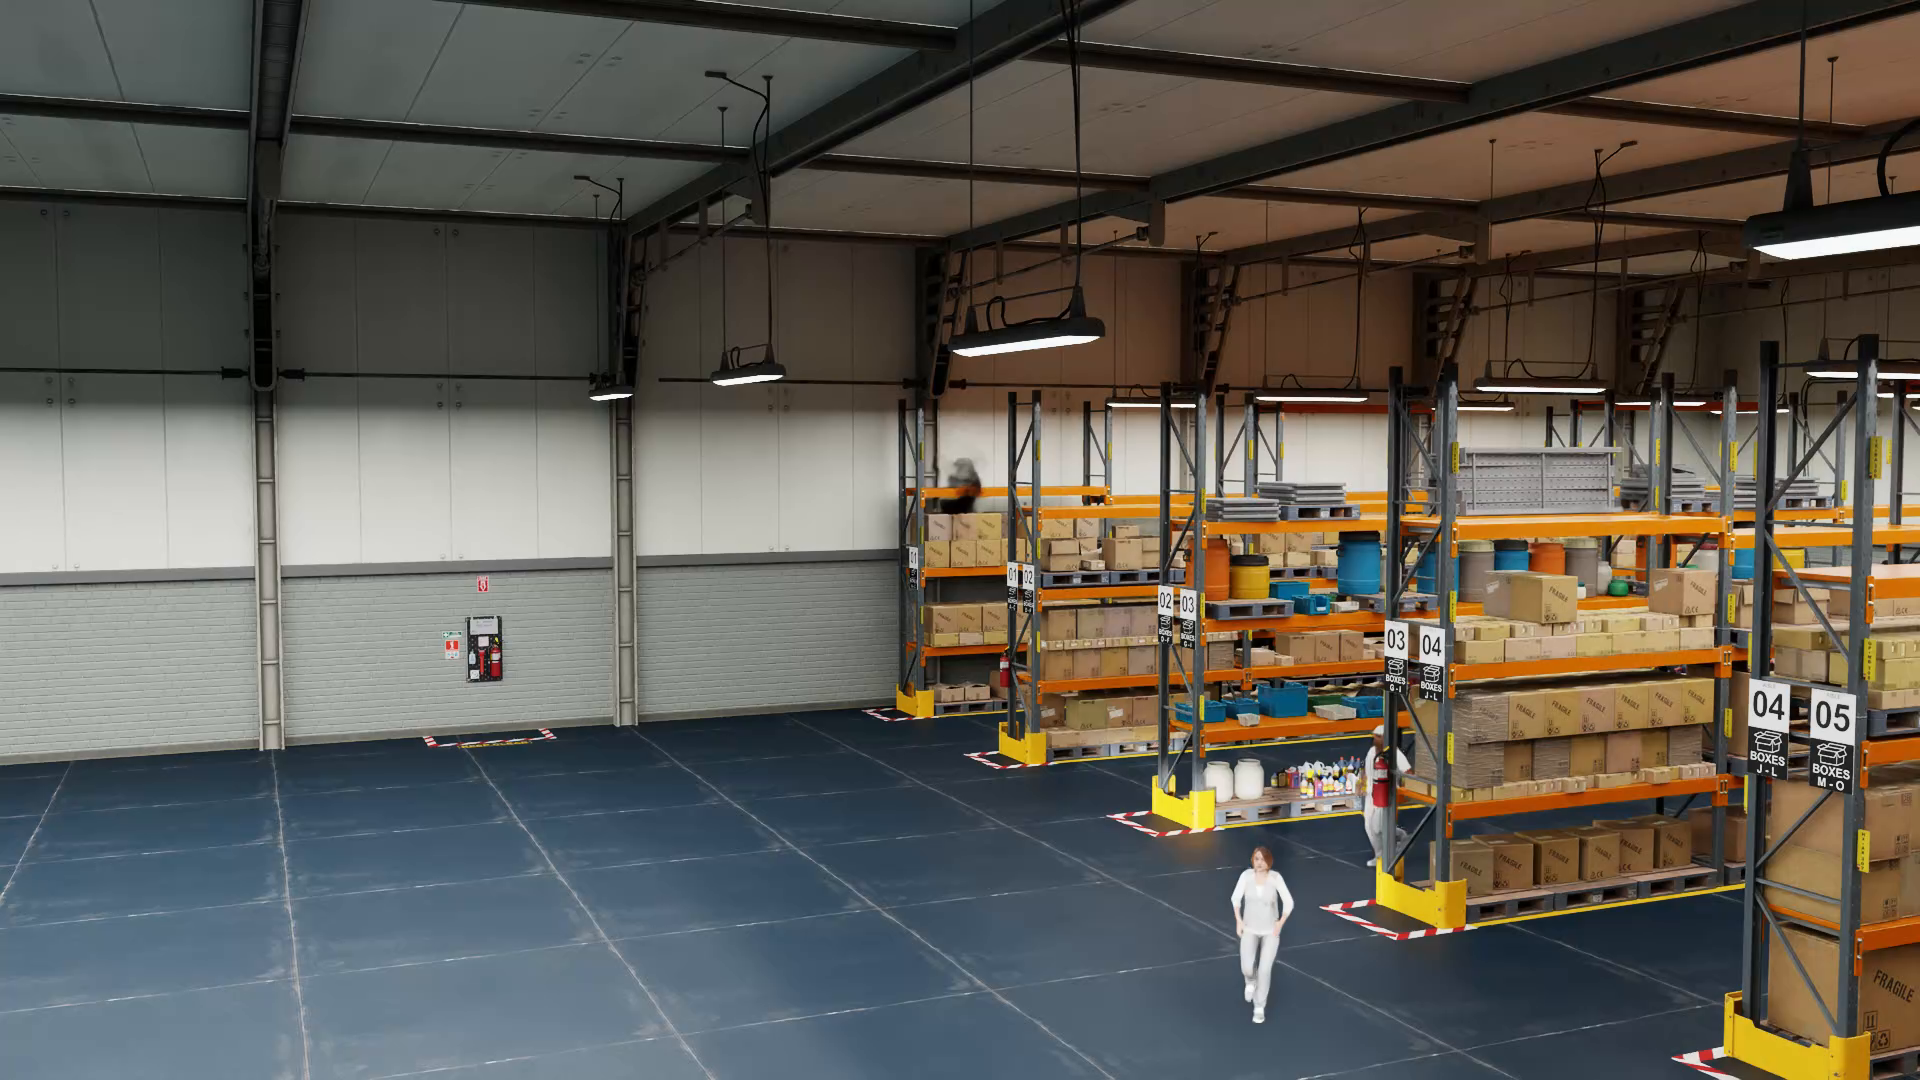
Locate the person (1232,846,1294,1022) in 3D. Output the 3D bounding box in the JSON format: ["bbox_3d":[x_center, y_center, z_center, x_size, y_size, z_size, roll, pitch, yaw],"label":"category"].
[{"bbox_3d":[2.712,3.521,14.931,0.554,1.558,0.539,1,3,15],"label":"person"}]

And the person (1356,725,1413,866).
[{"bbox_3d":[5.201,3.116,20.355,0.614,1.726,0.728,-2,4,-31],"label":"person"}]
